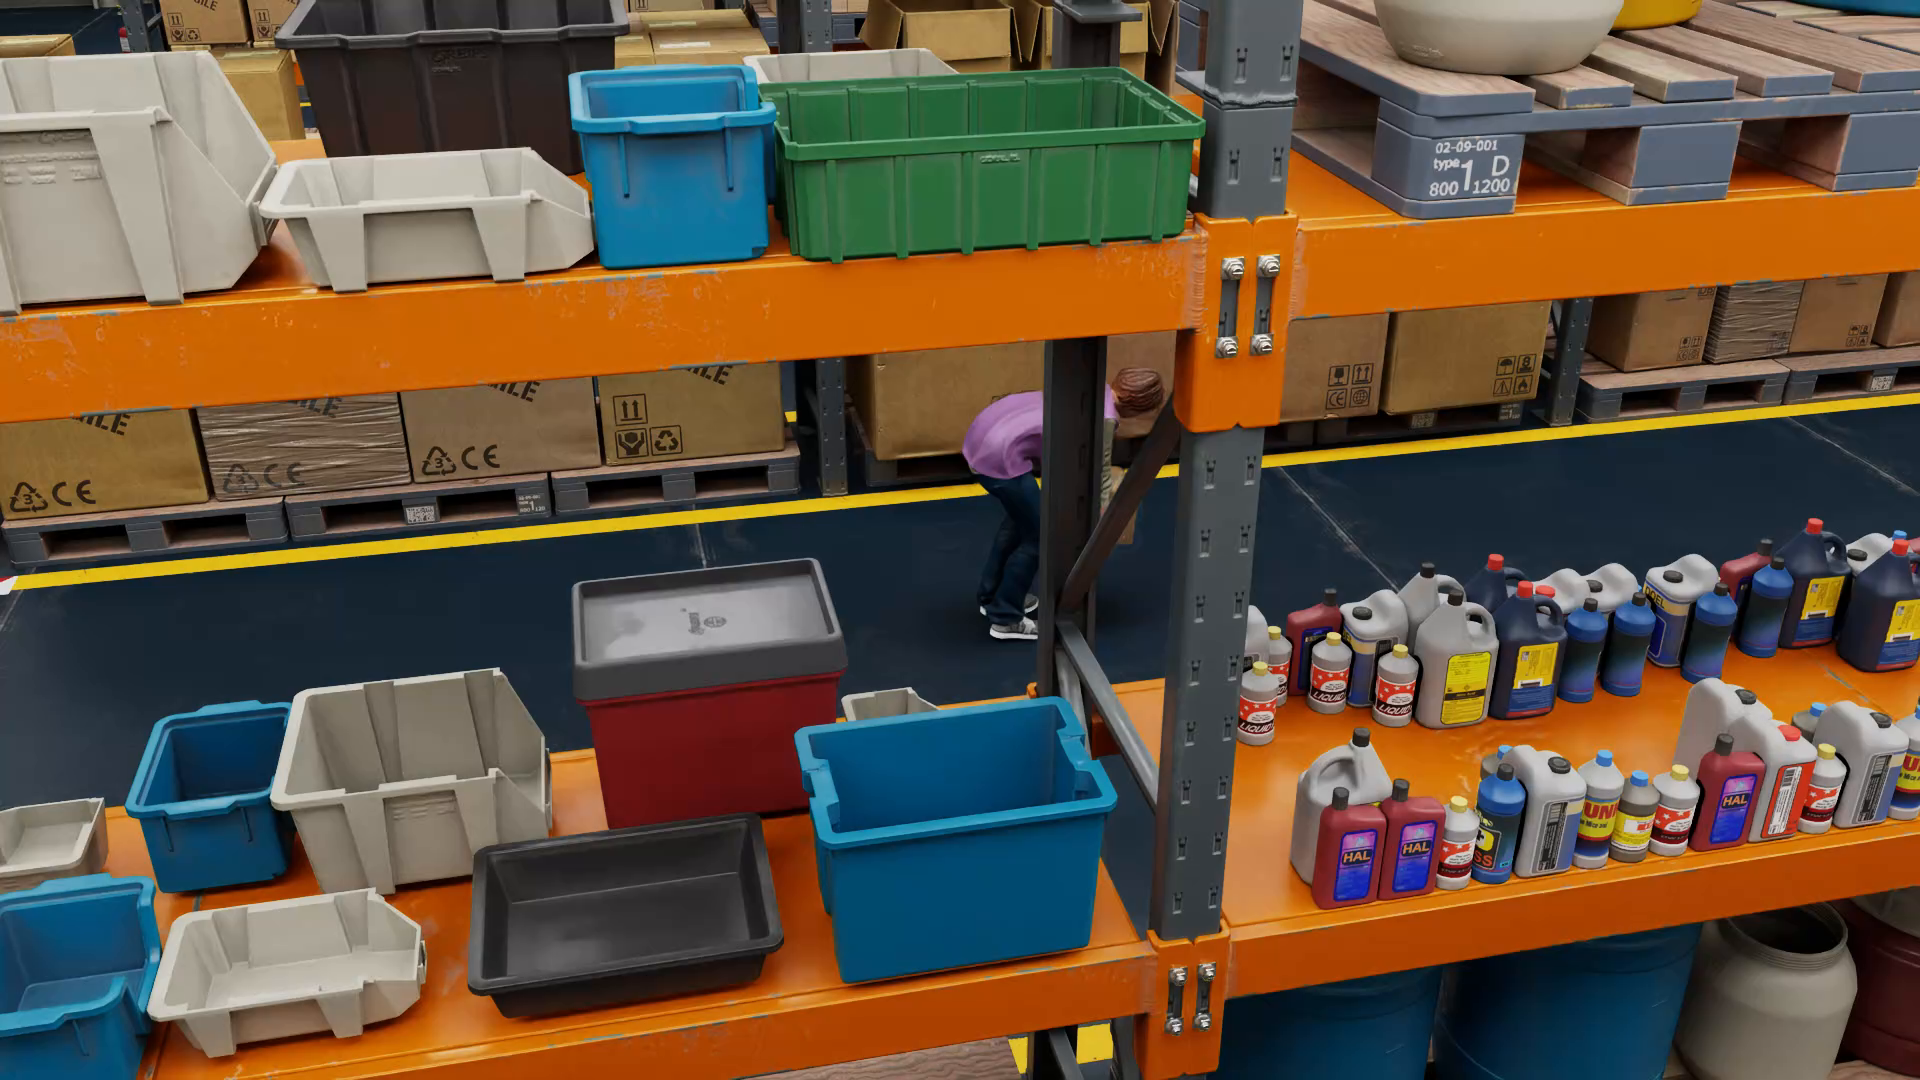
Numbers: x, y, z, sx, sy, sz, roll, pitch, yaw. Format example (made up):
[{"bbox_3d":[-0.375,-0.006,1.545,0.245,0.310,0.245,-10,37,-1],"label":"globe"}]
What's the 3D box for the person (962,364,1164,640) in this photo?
[{"bbox_3d":[0.429,-0.156,6.966,0.848,1.116,0.385,-7,28,-13],"label":"person"}]
